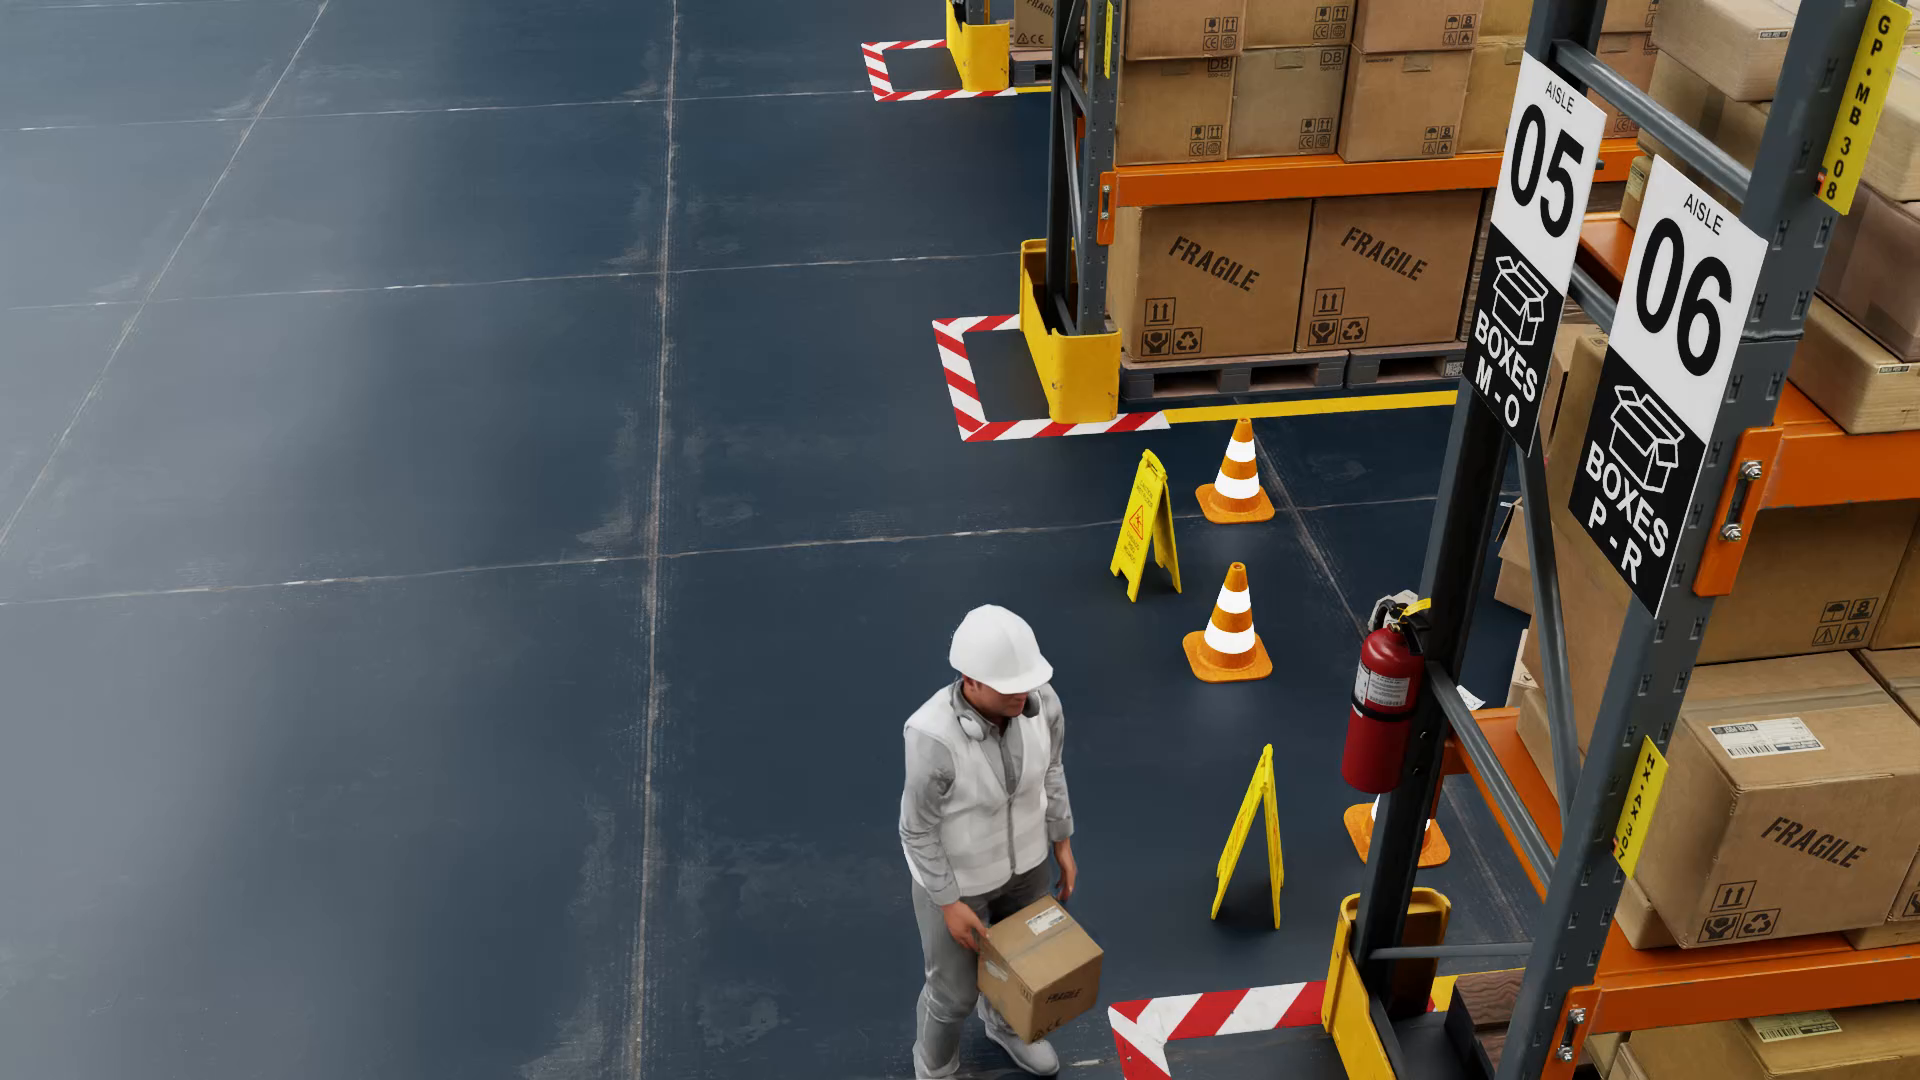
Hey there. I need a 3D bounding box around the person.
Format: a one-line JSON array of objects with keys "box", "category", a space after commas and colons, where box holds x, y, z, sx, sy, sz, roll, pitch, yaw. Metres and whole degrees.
[{"box": [0.071, 0.915, 4.786, 0.553, 1.778, 0.434, -23, 40, -29], "category": "person"}]
